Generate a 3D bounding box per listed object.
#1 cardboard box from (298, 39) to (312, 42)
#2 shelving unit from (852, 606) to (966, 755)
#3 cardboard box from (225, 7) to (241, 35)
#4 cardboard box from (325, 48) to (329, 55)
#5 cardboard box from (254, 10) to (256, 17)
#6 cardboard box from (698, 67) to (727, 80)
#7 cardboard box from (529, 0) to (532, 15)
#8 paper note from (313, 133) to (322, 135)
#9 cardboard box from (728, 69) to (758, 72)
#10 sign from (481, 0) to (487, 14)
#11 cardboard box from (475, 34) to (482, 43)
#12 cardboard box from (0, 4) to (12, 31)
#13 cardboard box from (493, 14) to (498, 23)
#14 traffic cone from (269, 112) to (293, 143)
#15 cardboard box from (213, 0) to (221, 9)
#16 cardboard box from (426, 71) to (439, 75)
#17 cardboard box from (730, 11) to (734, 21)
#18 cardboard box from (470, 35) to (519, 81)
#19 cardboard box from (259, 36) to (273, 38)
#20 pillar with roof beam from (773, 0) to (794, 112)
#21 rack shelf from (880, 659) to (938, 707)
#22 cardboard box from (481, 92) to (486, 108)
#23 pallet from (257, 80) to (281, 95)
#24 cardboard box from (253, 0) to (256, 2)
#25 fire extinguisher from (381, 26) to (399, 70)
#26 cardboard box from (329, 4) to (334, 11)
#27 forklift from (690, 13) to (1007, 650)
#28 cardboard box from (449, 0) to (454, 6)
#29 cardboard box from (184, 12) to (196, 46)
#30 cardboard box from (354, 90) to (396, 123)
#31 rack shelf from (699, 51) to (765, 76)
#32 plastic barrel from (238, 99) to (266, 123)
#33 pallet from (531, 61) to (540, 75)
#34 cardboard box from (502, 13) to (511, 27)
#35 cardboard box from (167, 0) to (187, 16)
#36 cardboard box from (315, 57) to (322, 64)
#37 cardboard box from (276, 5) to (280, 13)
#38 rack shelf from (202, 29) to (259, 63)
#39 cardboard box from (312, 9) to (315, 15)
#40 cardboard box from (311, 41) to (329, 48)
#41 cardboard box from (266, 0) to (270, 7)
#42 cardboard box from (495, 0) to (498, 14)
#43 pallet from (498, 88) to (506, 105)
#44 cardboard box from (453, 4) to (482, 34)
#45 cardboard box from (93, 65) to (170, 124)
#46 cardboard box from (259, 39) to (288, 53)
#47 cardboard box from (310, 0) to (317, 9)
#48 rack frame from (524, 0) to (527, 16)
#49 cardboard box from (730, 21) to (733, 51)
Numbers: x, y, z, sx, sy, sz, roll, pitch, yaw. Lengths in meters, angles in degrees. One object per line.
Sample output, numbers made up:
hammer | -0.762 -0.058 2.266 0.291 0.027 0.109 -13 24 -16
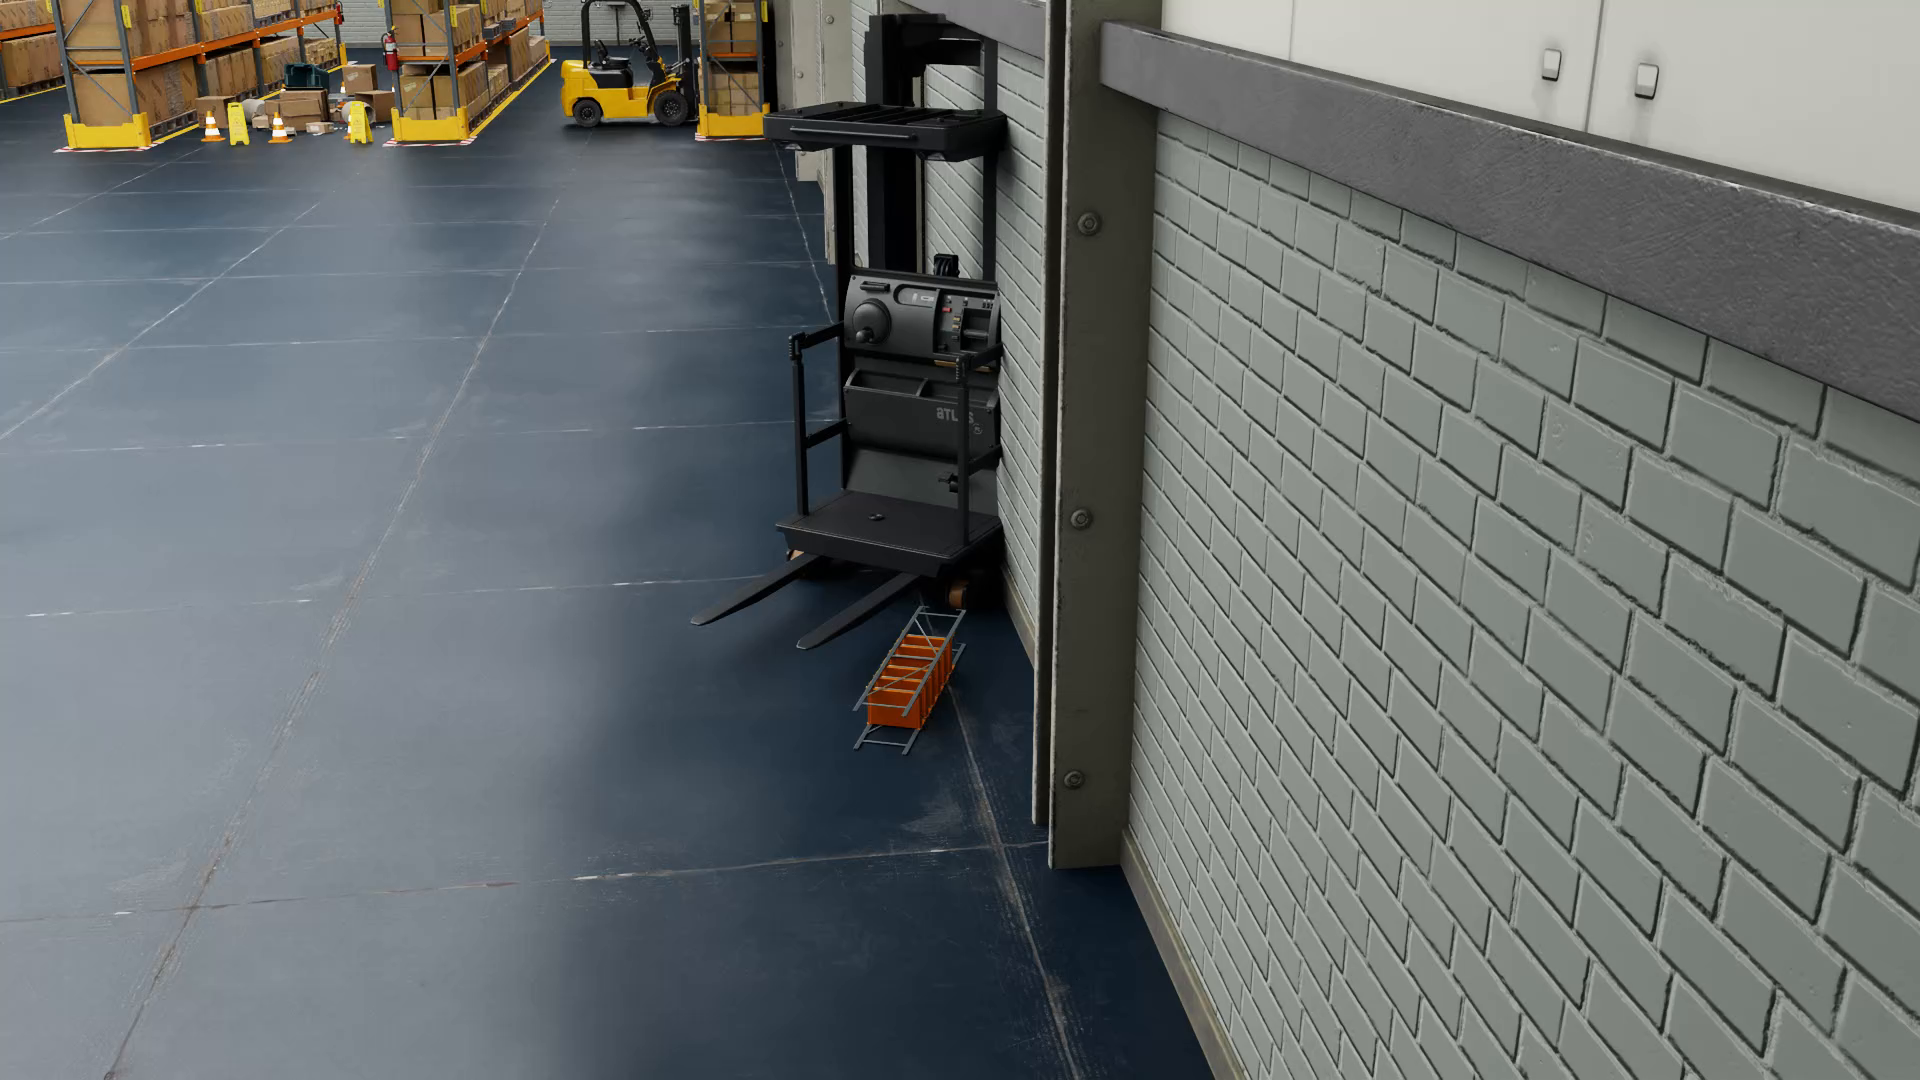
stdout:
cardboard box | -15.984 -12.102 40.455 0.380 0.149 0.250 -3 21 -7
shelving unit | -0.217 0.631 7.750 0.258 0.189 1.200 5 21 12
cardboard box | -14.255 -10.039 32.164 0.500 0.500 0.500 -3 21 -9
cardboard box | -15.359 -11.724 39.868 0.380 0.149 0.250 -3 21 -7
cardboard box | -14.593 -10.724 33.901 0.380 0.149 0.250 -3 21 -9
cardboard box | -4.317 -8.118 29.065 0.500 0.250 0.500 -3 21 -7
cardboard box | -10.299 -12.547 38.879 0.500 0.500 0.500 -3 21 -7
paper note | -10.798 -6.831 27.962 0.148 0.019 0.142 -11 23 -26
cardboard box | -3.738 -7.972 28.675 0.500 0.250 0.500 -3 21 -8
sign | -8.732 -9.815 30.472 0.100 0.325 0.005 -3 21 -8
cardboard box | -8.878 -9.080 30.100 0.380 0.149 0.250 -2 21 -7
cardboard box | -19.452 -10.494 33.383 0.500 0.500 0.500 -2 21 -6
cardboard box | -9.196 -10.119 32.280 0.380 0.149 0.250 -2 21 -6
traffic cone | -11.080 -6.717 27.038 0.336 0.463 0.334 -3 21 -8
cardboard box | -14.450 -10.310 31.461 0.700 0.500 0.500 -3 21 -8
cardboard box | -9.144 -7.700 28.302 0.500 0.500 0.500 -2 21 -6
cardboard box | -3.671 -8.810 27.947 0.380 0.149 0.250 -3 21 -8
cardboard box | -9.862 -10.210 35.201 0.875 0.875 0.875 -3 21 -8
cardboard box | -15.460 -10.973 36.709 0.500 0.250 0.500 -4 21 -10
pillar with roof beam | -7.249 -11.126 26.645 9.100 9.000 0.400 -3 21 -8
rack shelf | -0.234 0.657 7.681 0.258 0.180 0.103 5 21 12
cardboard box | -8.830 -7.914 29.947 0.500 0.250 0.500 -3 21 -9
pallet | -14.840 -9.444 34.701 1.003 0.211 1.213 -3 21 -8
cardboard box | -14.645 -11.101 34.059 0.380 0.149 0.250 -3 21 -9
fire extinguisher | -9.131 -7.896 26.680 0.296 0.674 0.183 -3 21 -8
cardboard box | -15.555 -13.034 40.685 0.380 0.149 0.250 -3 21 -8
forklift | -0.296 -1.179 8.683 1.130 2.935 3.031 11 23 26
cardboard box | -9.367 -9.693 29.385 0.700 0.500 0.500 -3 21 -7
cardboard box | -14.087 -9.038 29.414 0.875 0.550 0.550 -3 21 -8
cardboard box | -10.460 -7.770 29.803 0.500 0.500 0.500 12 24 29
rack shelf | -4.069 -8.602 29.489 1.077 0.370 4.000 -3 21 -8
plastic barrel | -12.471 -7.573 29.387 0.512 0.421 0.421 12 24 30
pallet | -10.454 -11.111 39.162 1.003 0.211 1.213 -3 21 -8
cardboard box | -9.667 -10.877 34.765 0.500 0.250 0.500 -3 21 -9
cardboard box | -13.939 -9.357 28.725 0.875 0.550 0.550 -3 21 -8
cardboard box | -15.267 -11.316 39.200 0.380 0.149 0.250 -3 21 -9
cardboard box | -14.898 -11.457 35.864 0.380 0.149 0.250 -4 21 -10
rack shelf | -14.440 -9.451 31.761 1.077 0.370 4.000 -3 21 -8
cardboard box | -15.260 -12.315 38.762 0.380 0.149 0.250 -2 21 -5
cardboard box | -15.344 -11.863 39.816 0.380 0.149 0.250 -2 21 -6
cardboard box | -14.787 -11.322 35.076 0.380 0.149 0.250 -3 21 -8
cardboard box | -9.267 -10.462 32.272 0.500 0.500 0.500 -4 21 -10
pallet | -9.561 -8.766 32.886 1.003 0.211 1.213 -3 21 -8
cardboard box | -8.958 -9.425 30.095 0.500 0.500 0.500 -3 21 -9
cardboard box | -13.868 -7.448 27.806 0.875 0.875 0.875 -3 21 -9
cardboard box | -14.797 -10.636 35.807 0.500 0.250 0.500 -4 21 -10
cardboard box | -15.243 -12.583 38.550 0.500 0.500 0.500 -3 21 -9
rack frame | -10.422 -12.150 37.959 1.000 3.000 0.127 -3 21 -8
cardboard box | -3.674 -8.658 28.468 0.500 0.500 0.500 -2 21 -6
